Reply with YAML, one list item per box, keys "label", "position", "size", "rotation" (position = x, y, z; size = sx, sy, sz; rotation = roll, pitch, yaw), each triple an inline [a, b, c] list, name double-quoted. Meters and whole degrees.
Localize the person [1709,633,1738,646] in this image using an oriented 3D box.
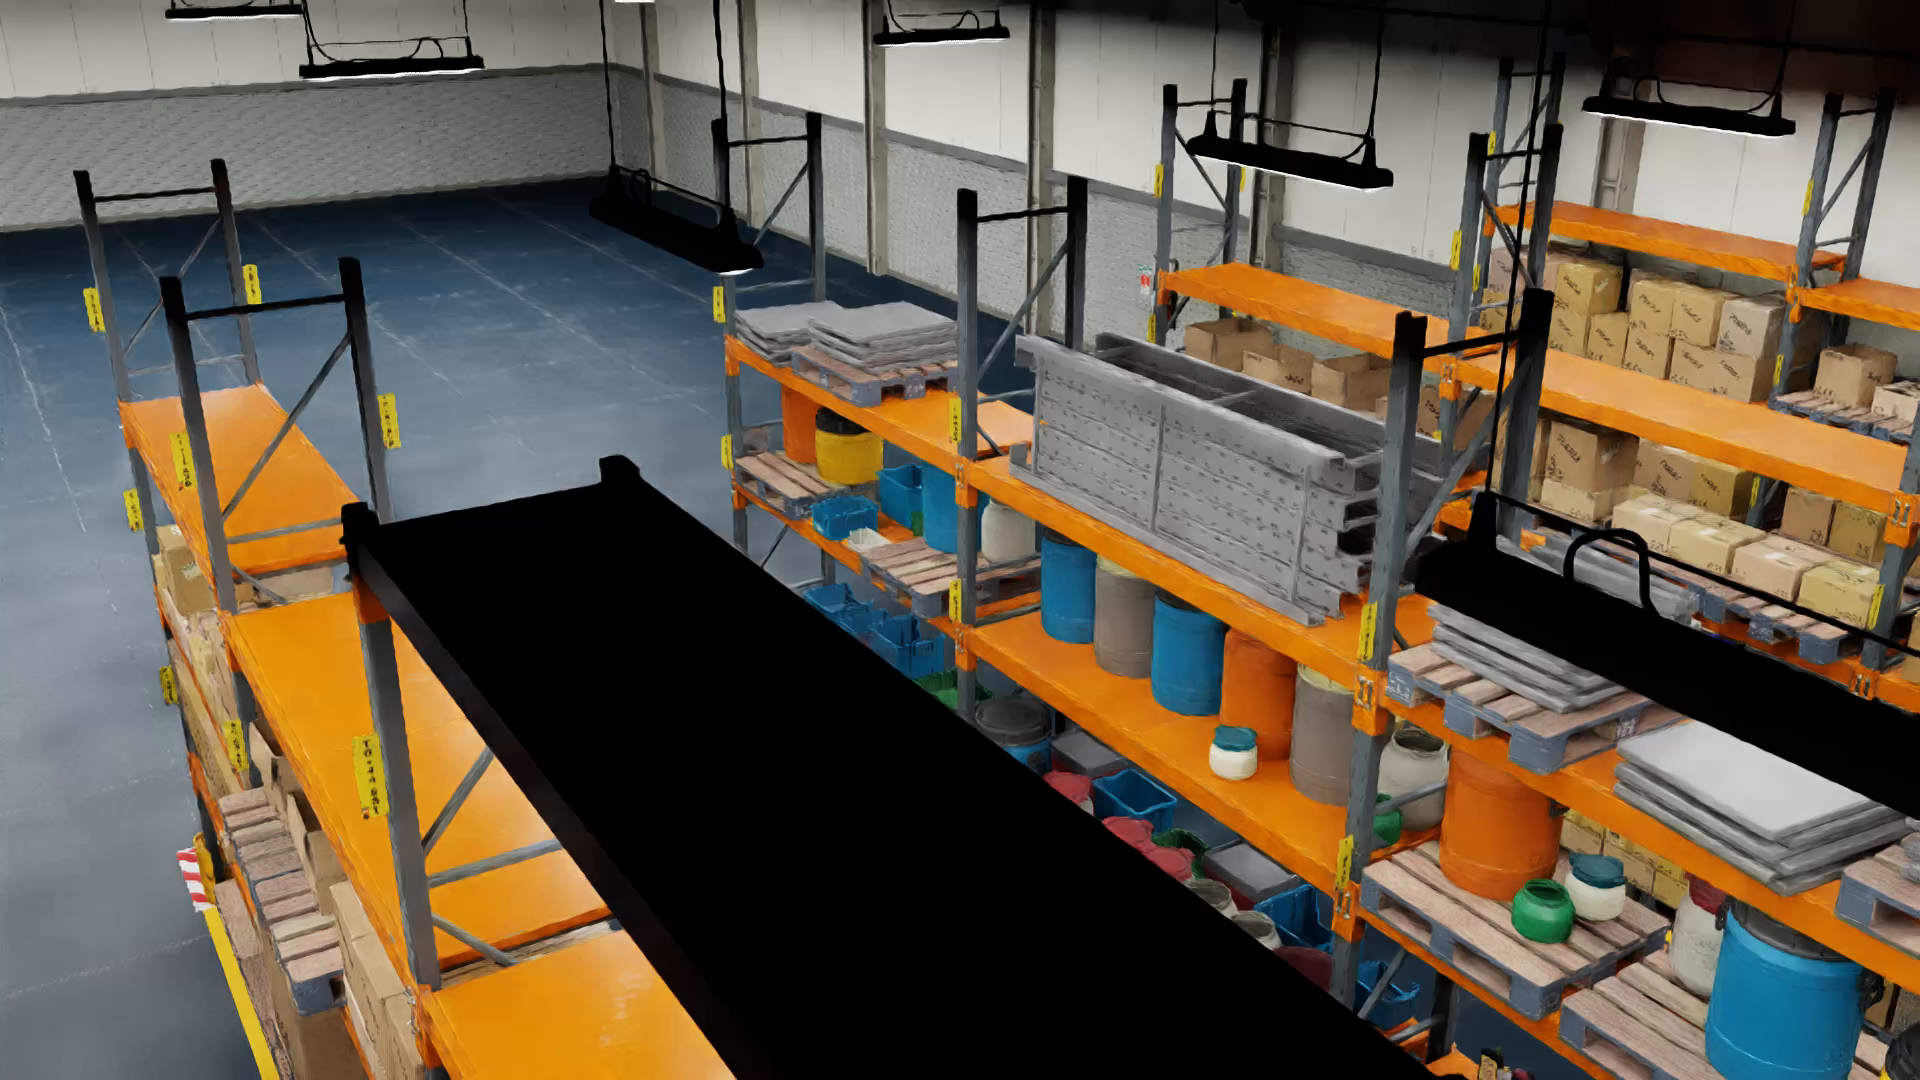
- label: "person"
  position: [7.054, 1.459, 15.503]
  size: [0.563, 1.648, 0.594]
  rotation: [-5, 22, -11]
